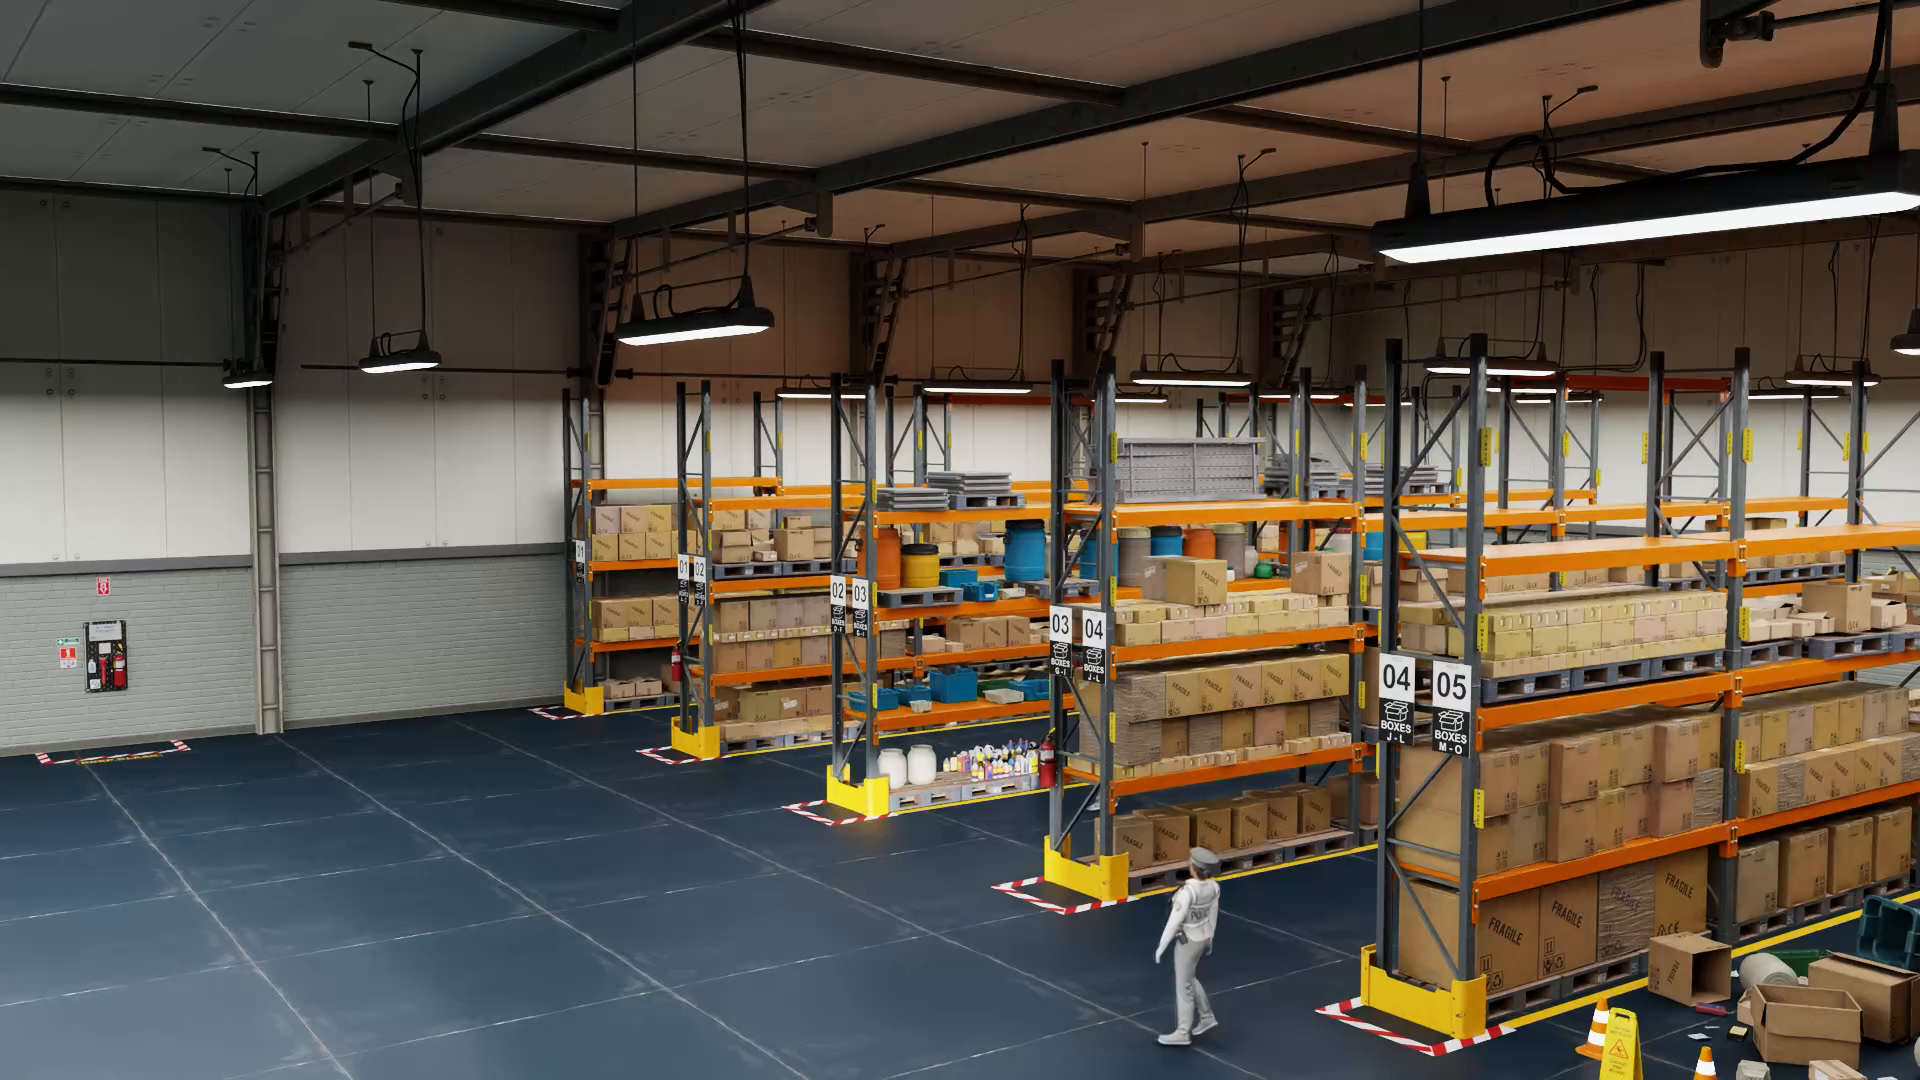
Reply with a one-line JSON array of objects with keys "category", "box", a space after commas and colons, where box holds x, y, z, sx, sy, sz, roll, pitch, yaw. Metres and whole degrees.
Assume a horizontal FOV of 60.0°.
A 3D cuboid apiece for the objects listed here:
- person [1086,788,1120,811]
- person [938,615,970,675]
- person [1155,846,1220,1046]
[{"category": "person", "box": [1.998, 2.899, 22.895, 0.374, 1.610, 0.508, 2, 4, 26]}, {"category": "person", "box": [-0.131, 2.185, 33.535, 0.982, 1.702, 0.718, -2, 4, -33]}, {"category": "person", "box": [1.949, 3.424, 14.051, 0.507, 1.688, 0.543, 2, 4, 27]}]
